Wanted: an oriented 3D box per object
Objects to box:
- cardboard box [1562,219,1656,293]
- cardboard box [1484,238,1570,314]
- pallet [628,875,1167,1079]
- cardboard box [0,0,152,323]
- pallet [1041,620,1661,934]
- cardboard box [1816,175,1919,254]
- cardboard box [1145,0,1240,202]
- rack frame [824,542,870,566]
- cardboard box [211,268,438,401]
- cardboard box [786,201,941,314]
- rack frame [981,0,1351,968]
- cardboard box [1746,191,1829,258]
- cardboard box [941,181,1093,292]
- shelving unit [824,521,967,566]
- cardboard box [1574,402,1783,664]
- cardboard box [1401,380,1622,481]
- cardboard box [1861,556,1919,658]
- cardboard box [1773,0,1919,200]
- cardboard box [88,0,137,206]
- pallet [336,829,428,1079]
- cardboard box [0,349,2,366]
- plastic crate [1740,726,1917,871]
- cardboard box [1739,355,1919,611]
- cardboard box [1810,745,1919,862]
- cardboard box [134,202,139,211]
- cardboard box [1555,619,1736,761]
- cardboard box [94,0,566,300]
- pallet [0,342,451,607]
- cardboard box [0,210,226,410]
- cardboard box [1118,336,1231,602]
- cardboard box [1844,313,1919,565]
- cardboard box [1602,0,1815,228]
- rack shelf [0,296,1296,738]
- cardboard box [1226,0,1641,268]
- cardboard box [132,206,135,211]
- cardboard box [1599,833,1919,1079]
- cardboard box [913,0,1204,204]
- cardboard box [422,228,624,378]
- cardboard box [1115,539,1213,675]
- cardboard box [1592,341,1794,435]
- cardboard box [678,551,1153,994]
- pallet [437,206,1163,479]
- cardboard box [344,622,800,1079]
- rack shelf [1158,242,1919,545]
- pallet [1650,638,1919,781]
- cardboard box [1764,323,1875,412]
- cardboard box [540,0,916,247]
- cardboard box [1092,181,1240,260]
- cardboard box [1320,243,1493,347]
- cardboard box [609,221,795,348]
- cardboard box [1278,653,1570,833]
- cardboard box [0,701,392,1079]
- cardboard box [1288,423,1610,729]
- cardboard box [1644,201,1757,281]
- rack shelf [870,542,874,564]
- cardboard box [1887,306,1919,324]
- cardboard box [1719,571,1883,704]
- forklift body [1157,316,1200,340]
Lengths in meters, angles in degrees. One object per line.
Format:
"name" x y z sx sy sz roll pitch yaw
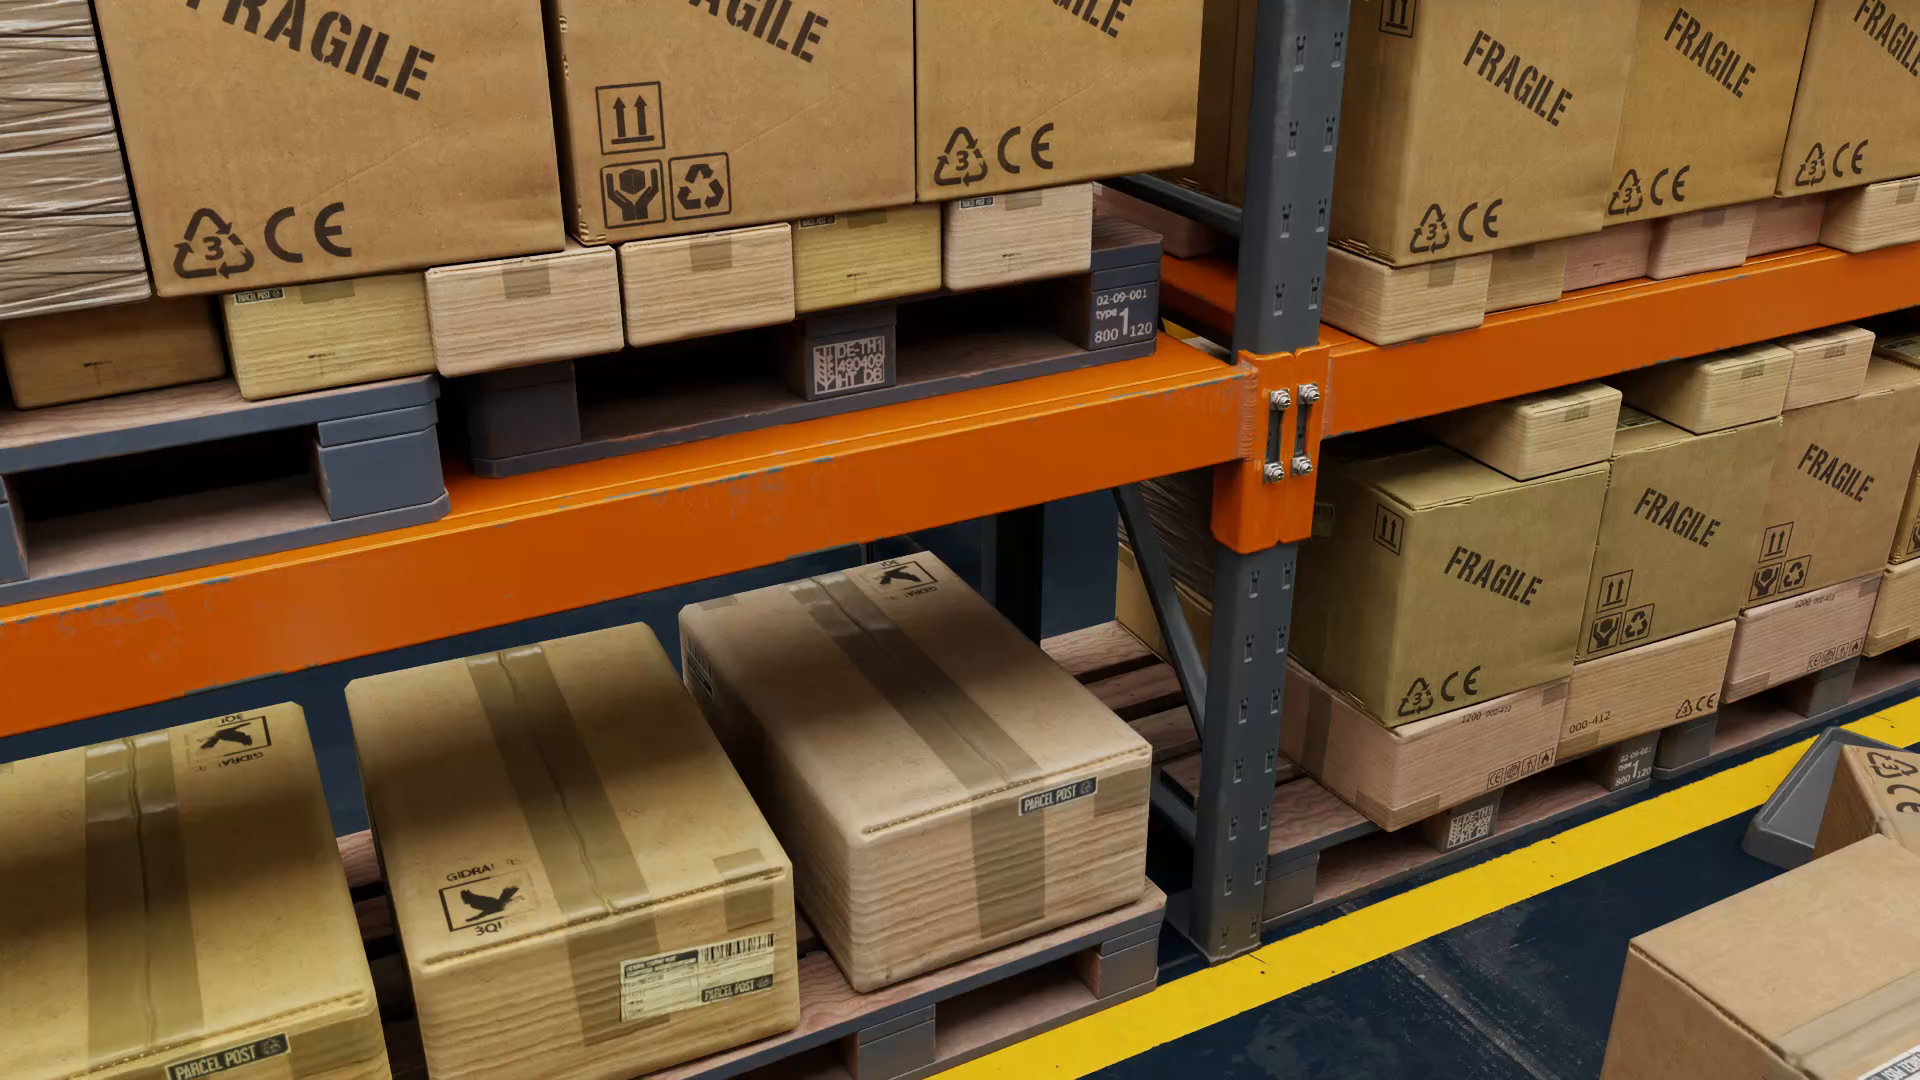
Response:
"cardboard box" 1.185 -0.642 3.411 0.250 0.149 0.380 -13 29 -25
"cardboard box" 0.965 -0.576 3.274 0.250 0.149 0.380 -12 28 -24
"pallet" -0.349 0.740 3.465 1.213 0.211 1.003 -13 29 -25
"cardboard box" -1.319 -0.552 1.989 0.500 0.500 0.500 -14 29 -27
"pallet" 0.913 0.431 4.109 1.213 0.211 1.003 -13 29 -25
"cardboard box" 1.899 -0.762 3.661 0.250 0.149 0.380 -13 28 -25
"cardboard box" 0.612 -1.041 3.493 0.500 0.500 0.500 -14 29 -26
"rack frame" -0.361 -0.863 4.622 0.015 2.100 0.400 -13 29 -25
"cardboard box" -0.894 -0.340 2.297 0.250 0.149 0.380 -13 29 -25
"cardboard box" -0.228 -0.495 2.621 0.250 0.149 0.380 -14 29 -27
"rack frame" 0.337 -0.676 3.193 0.127 3.000 1.000 -13 29 -25
"cardboard box" 1.640 -0.745 3.626 0.250 0.149 0.380 -13 29 -25
"cardboard box" 0.013 -0.542 2.718 0.250 0.149 0.380 -13 28 -24
"shelving unit" -0.146 -0.913 4.725 0.503 2.100 0.431 -13 29 -25
"cardboard box" 1.452 -0.095 3.807 0.500 0.500 0.500 -12 28 -23
"cardboard box" 1.123 -0.276 3.435 0.250 0.149 0.380 -13 28 -24
"cardboard box" 2.360 0.038 4.397 0.500 0.250 0.500 -14 29 -27
"cardboard box" 1.738 -1.047 3.506 0.500 0.500 0.500 -13 29 -26
"cardboard box" -1.544 -0.752 2.407 0.500 0.500 0.500 -14 29 -27
"pallet" -1.427 0.990 2.944 1.213 0.211 1.003 -13 29 -25
"cardboard box" -1.369 -0.243 2.096 0.250 0.149 0.380 -12 28 -23
"plastic crate" 2.108 0.633 3.838 0.402 0.080 0.583 21 33 37
"cardboard box" 1.910 -0.200 4.025 0.500 0.500 0.500 -11 28 -22
"cardboard box" 1.923 0.751 3.105 0.500 0.500 0.500 5 26 11
"cardboard box" -1.203 -0.540 2.714 0.250 0.149 0.380 -13 28 -25
"cardboard box" 1.451 0.244 3.968 0.500 0.250 0.500 -11 28 -22
"cardboard box" -0.858 -0.659 2.212 0.500 0.500 0.500 -12 28 -23
"pallet" -1.465 -0.194 2.410 1.213 0.211 1.003 -13 29 -25
"cardboard box" -1.175 -0.325 2.267 0.250 0.149 0.380 -14 29 -27
"cardboard box" 0.733 -0.187 3.999 0.500 0.500 0.500 -13 29 -26
"cardboard box" 2.375 -0.308 4.252 0.500 0.500 0.500 -14 29 -26
"cardboard box" 1.289 -0.950 3.303 0.500 0.500 0.500 -13 29 -25
"rack shelf" -1.428 0.055 2.500 4.000 0.370 1.077 -13 29 -25
"cardboard box" 0.857 -0.839 3.072 0.500 0.500 0.500 -13 29 -25
"cardboard box" -3.145 -1.424 7.009 0.625 0.625 0.875 -13 29 -26
"cardboard box" 1.201 0.783 2.167 0.500 0.500 0.500 -13 29 -25
"cardboard box" 0.038 -0.863 2.637 0.500 0.500 0.500 -14 29 -26
"cardboard box" -0.662 -0.376 2.372 0.250 0.149 0.380 -13 28 -25
"cardboard box" 0.732 0.151 4.162 0.500 0.250 0.500 -12 28 -23
"cardboard box" 1.576 -0.381 3.655 0.250 0.149 0.380 -12 28 -23
"cardboard box" -0.124 0.427 3.446 0.625 0.372 0.950 -13 28 -24
"pallet" -0.406 -0.490 3.026 1.213 0.211 1.003 -13 29 -25
"cardboard box" -0.757 0.575 3.138 0.625 0.372 0.950 -11 28 -22
"rack shelf" 2.102 -0.759 4.197 4.000 0.370 1.077 -13 29 -25
"pallet" 1.991 0.180 4.630 1.213 0.211 1.003 -13 29 -25
"cardboard box" 1.812 -0.437 3.771 0.250 0.149 0.380 -11 28 -22
"cardboard box" -0.399 -0.761 2.426 0.500 0.500 0.500 -13 28 -25
"cardboard box" 0.477 -0.745 3.626 0.250 0.149 0.380 -13 29 -26
"cardboard box" 0.766 -0.505 3.126 0.250 0.149 0.380 -13 29 -25
"cardboard box" -0.439 -0.429 2.483 0.250 0.149 0.380 -14 29 -26
"cardboard box" 0.985 0.357 3.733 0.500 0.250 0.500 -14 29 -27
"cardboard box" -1.370 0.717 2.842 0.625 0.372 0.950 -12 28 -23
"cardboard box" 0.985 0.019 3.570 0.500 0.500 0.500 -12 28 -23
"cardboard box" 1.419 -0.679 3.488 0.250 0.149 0.380 -12 28 -24
"rack shelf" -0.146 -0.270 5.034 0.480 0.518 0.431 -13 29 -25
"cardboard box" 2.534 -0.605 4.120 0.250 0.149 0.380 -12 28 -23
"cardboard box" 1.917 0.135 4.195 0.500 0.250 0.500 -13 29 -26
"forklift body" 0.713 -1.920 6.764 1.214 2.155 2.313 -13 29 -25
